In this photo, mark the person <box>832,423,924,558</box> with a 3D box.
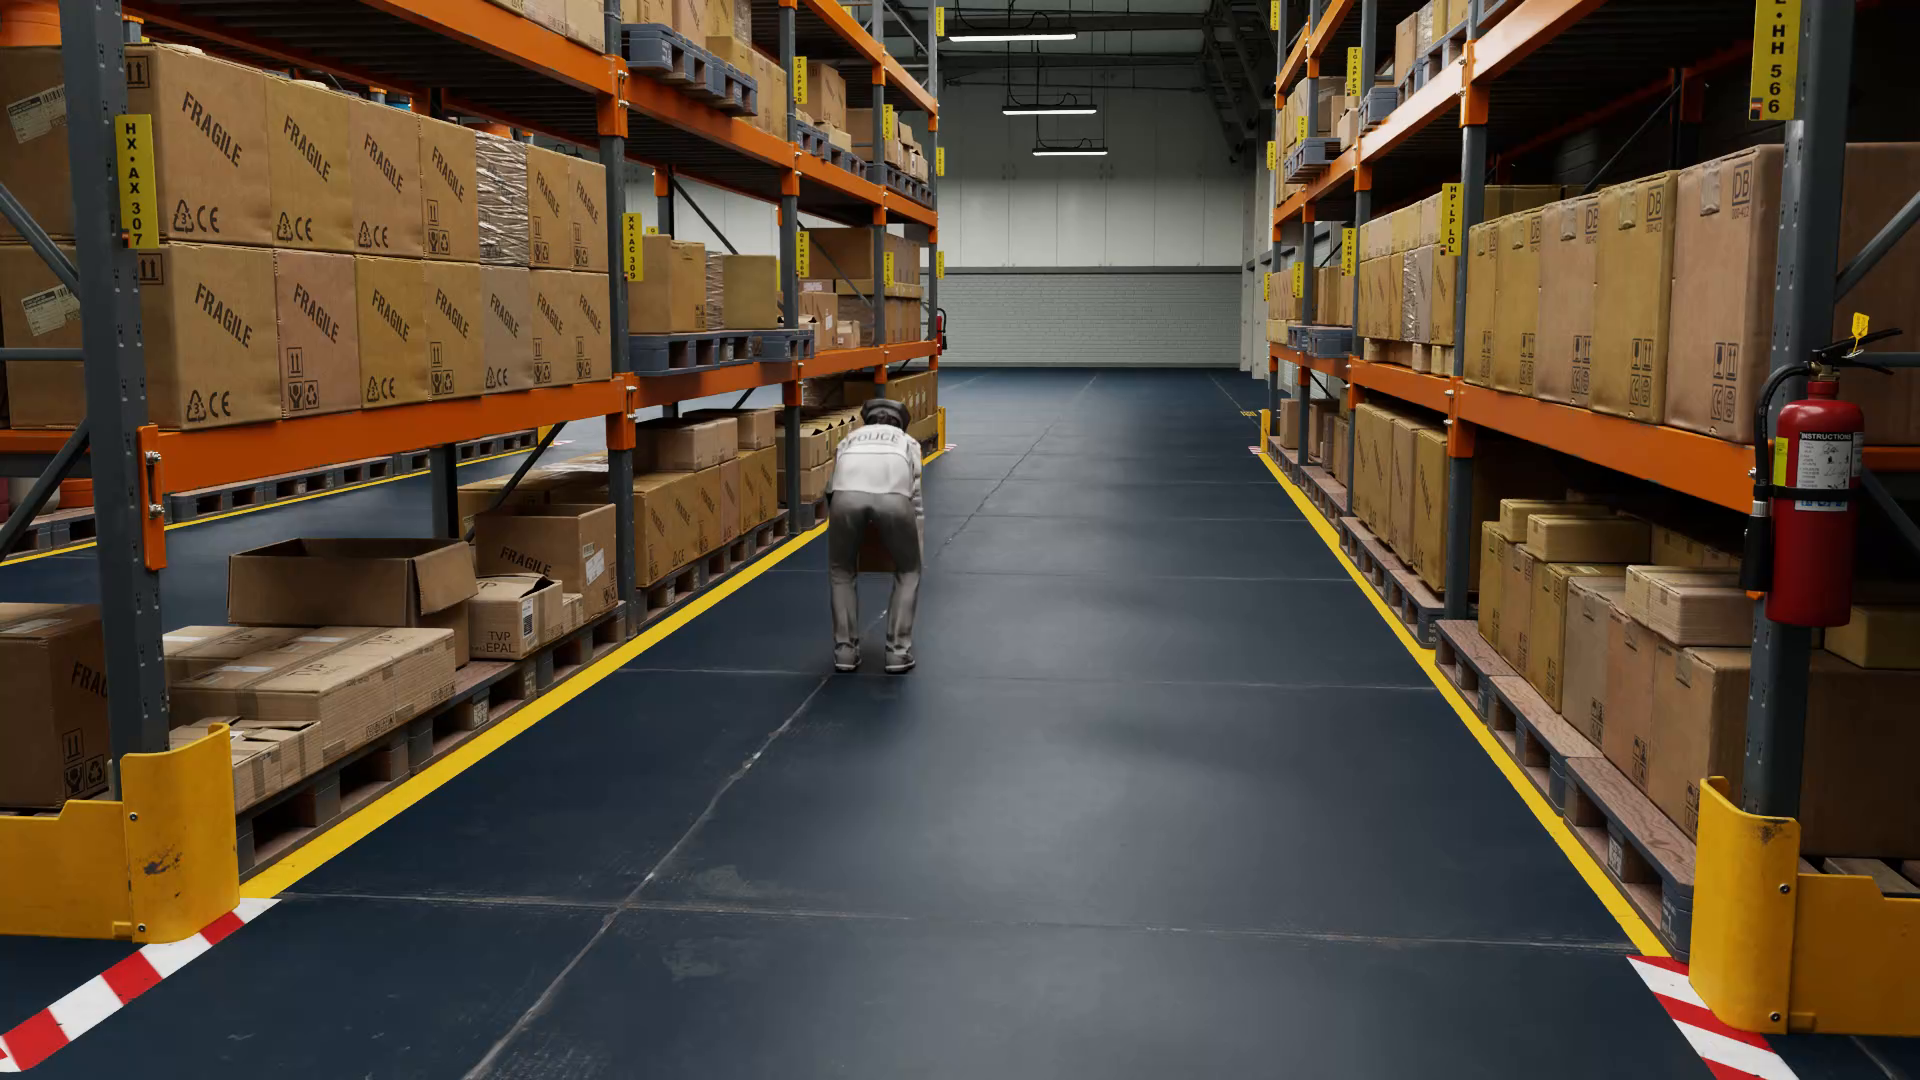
[{"bbox_3d":[-0.393,-0.196,7.624,0.412,0.653,0.681,1,8,4],"label":"person"}]
